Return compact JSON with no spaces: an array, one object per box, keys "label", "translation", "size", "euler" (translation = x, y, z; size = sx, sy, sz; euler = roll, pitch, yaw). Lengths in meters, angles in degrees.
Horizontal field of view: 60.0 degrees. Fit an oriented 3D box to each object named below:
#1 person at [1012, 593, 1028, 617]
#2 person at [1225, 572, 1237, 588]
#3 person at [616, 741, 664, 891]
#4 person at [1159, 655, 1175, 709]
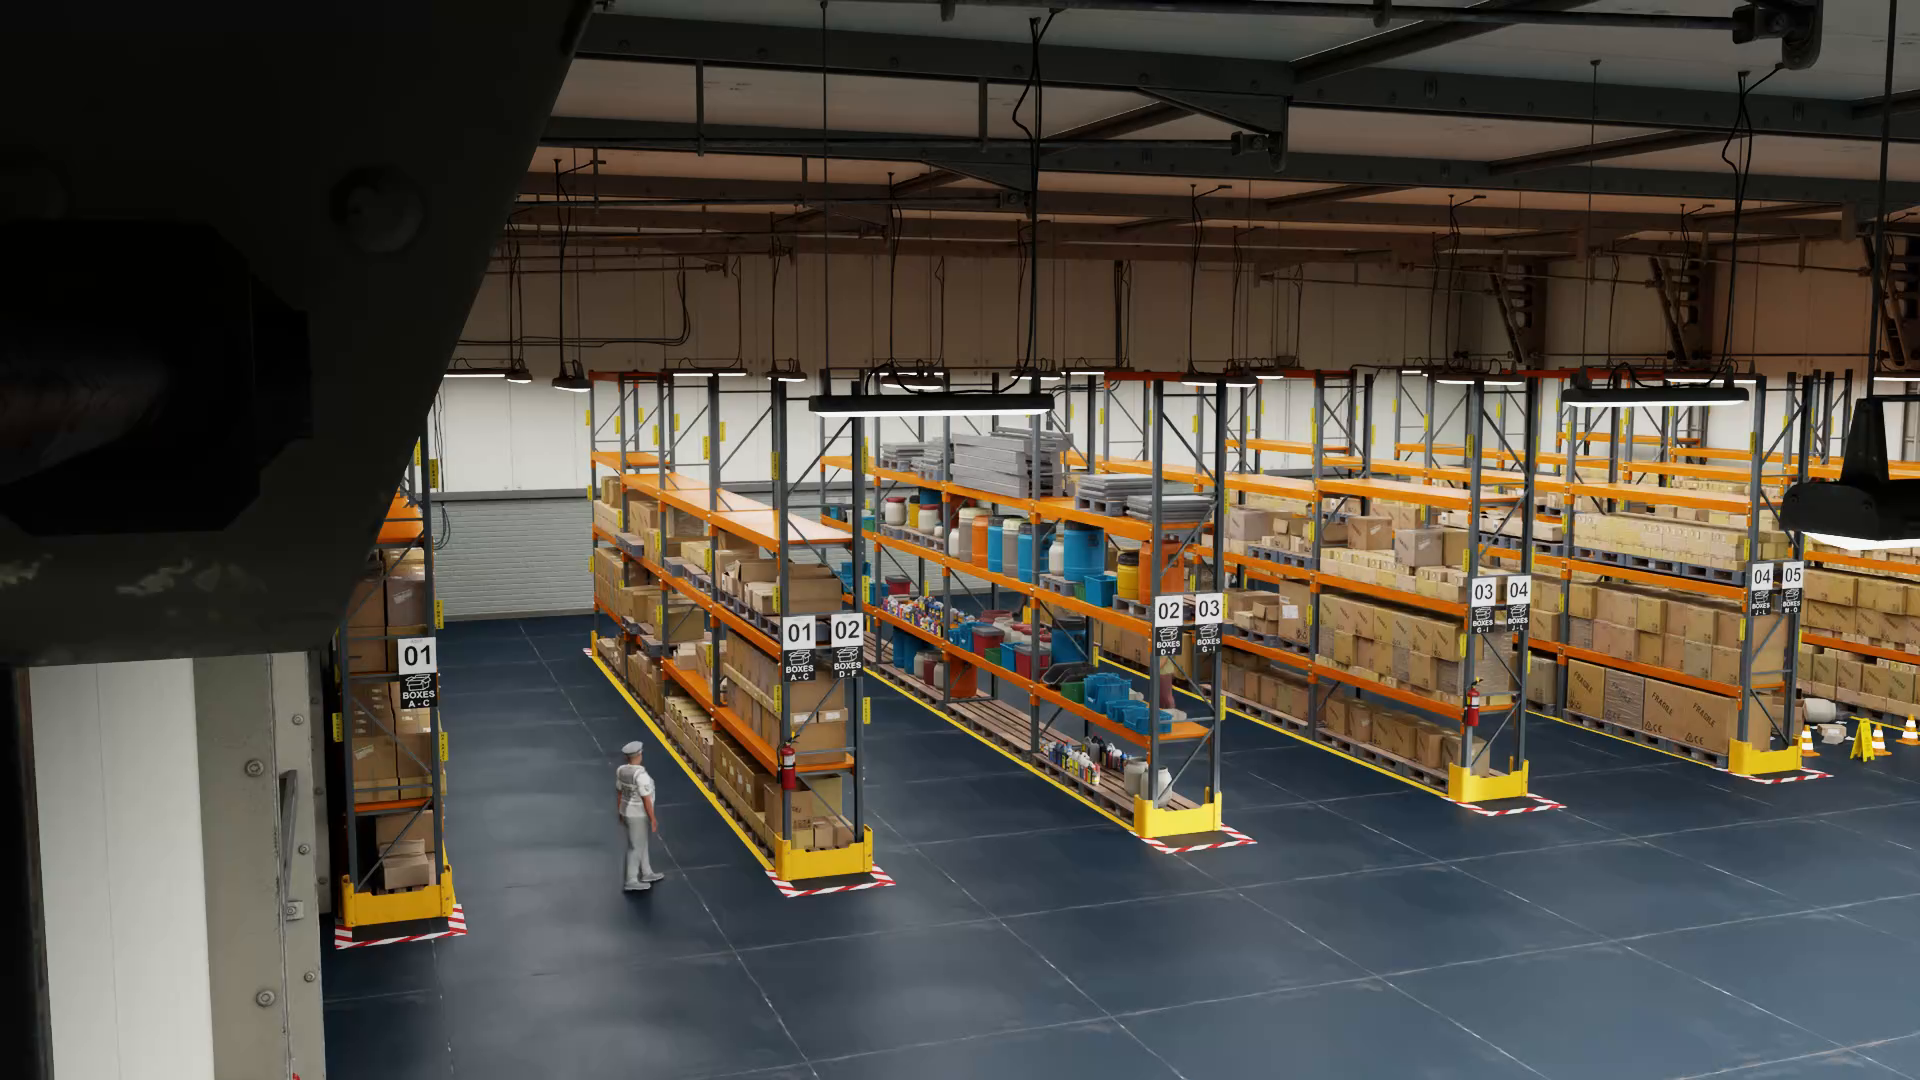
[{"label":"person","translation":[1.640,1.041,39.767],"size":[0.979,1.678,0.669],"euler":[2,7,14]},{"label":"person","translation":[6.880,0.804,41.803],"size":[1.052,1.733,0.620],"euler":[-5,8,-38]},{"label":"person","translation":[-3.753,3.257,19.767],"size":[0.591,1.766,0.582],"euler":[-4,7,-29]},{"label":"person","translation":[3.515,2.343,28.522],"size":[0.530,1.716,0.481],"euler":[4,7,29]}]
